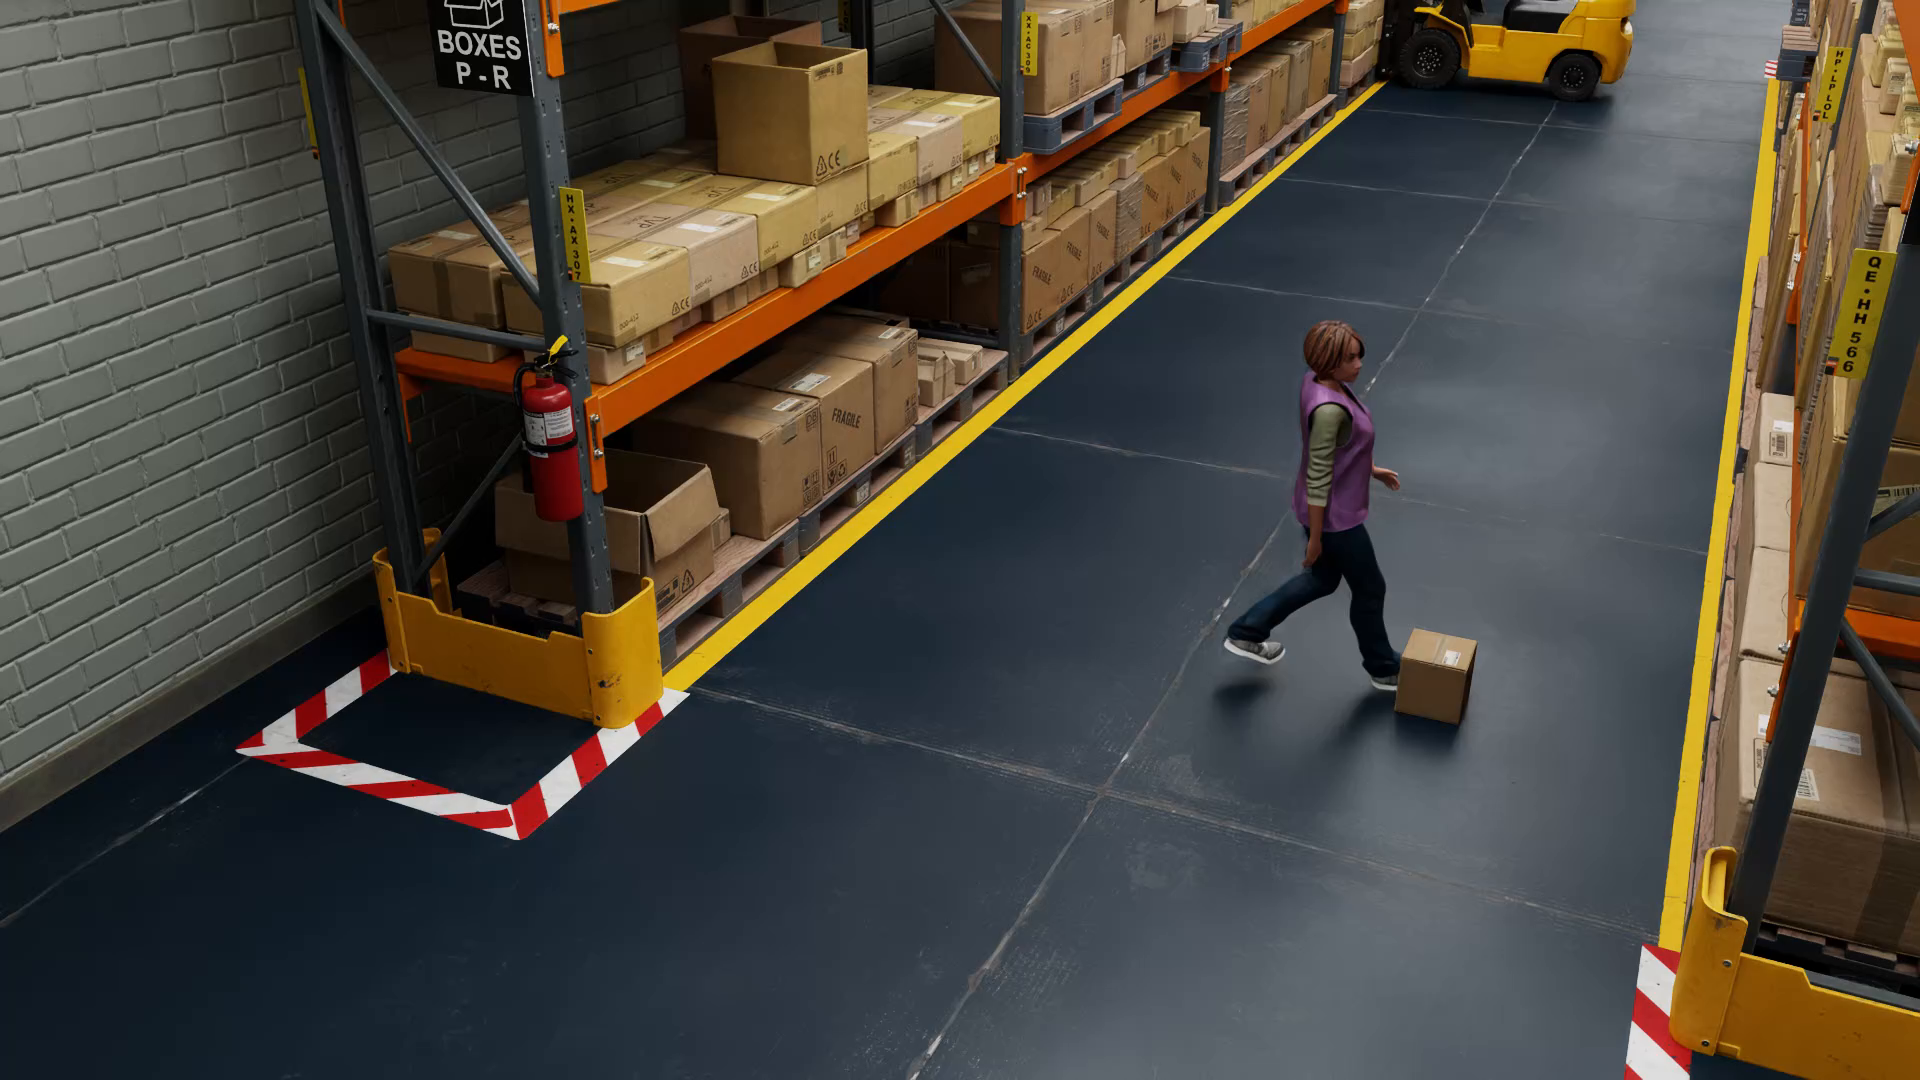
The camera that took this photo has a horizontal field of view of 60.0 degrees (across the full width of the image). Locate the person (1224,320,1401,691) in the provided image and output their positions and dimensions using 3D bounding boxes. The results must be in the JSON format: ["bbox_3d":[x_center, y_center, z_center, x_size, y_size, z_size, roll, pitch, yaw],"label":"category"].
[{"bbox_3d":[1.488,-0.120,6.380,0.855,1.541,0.481,2,27,4],"label":"person"}]
